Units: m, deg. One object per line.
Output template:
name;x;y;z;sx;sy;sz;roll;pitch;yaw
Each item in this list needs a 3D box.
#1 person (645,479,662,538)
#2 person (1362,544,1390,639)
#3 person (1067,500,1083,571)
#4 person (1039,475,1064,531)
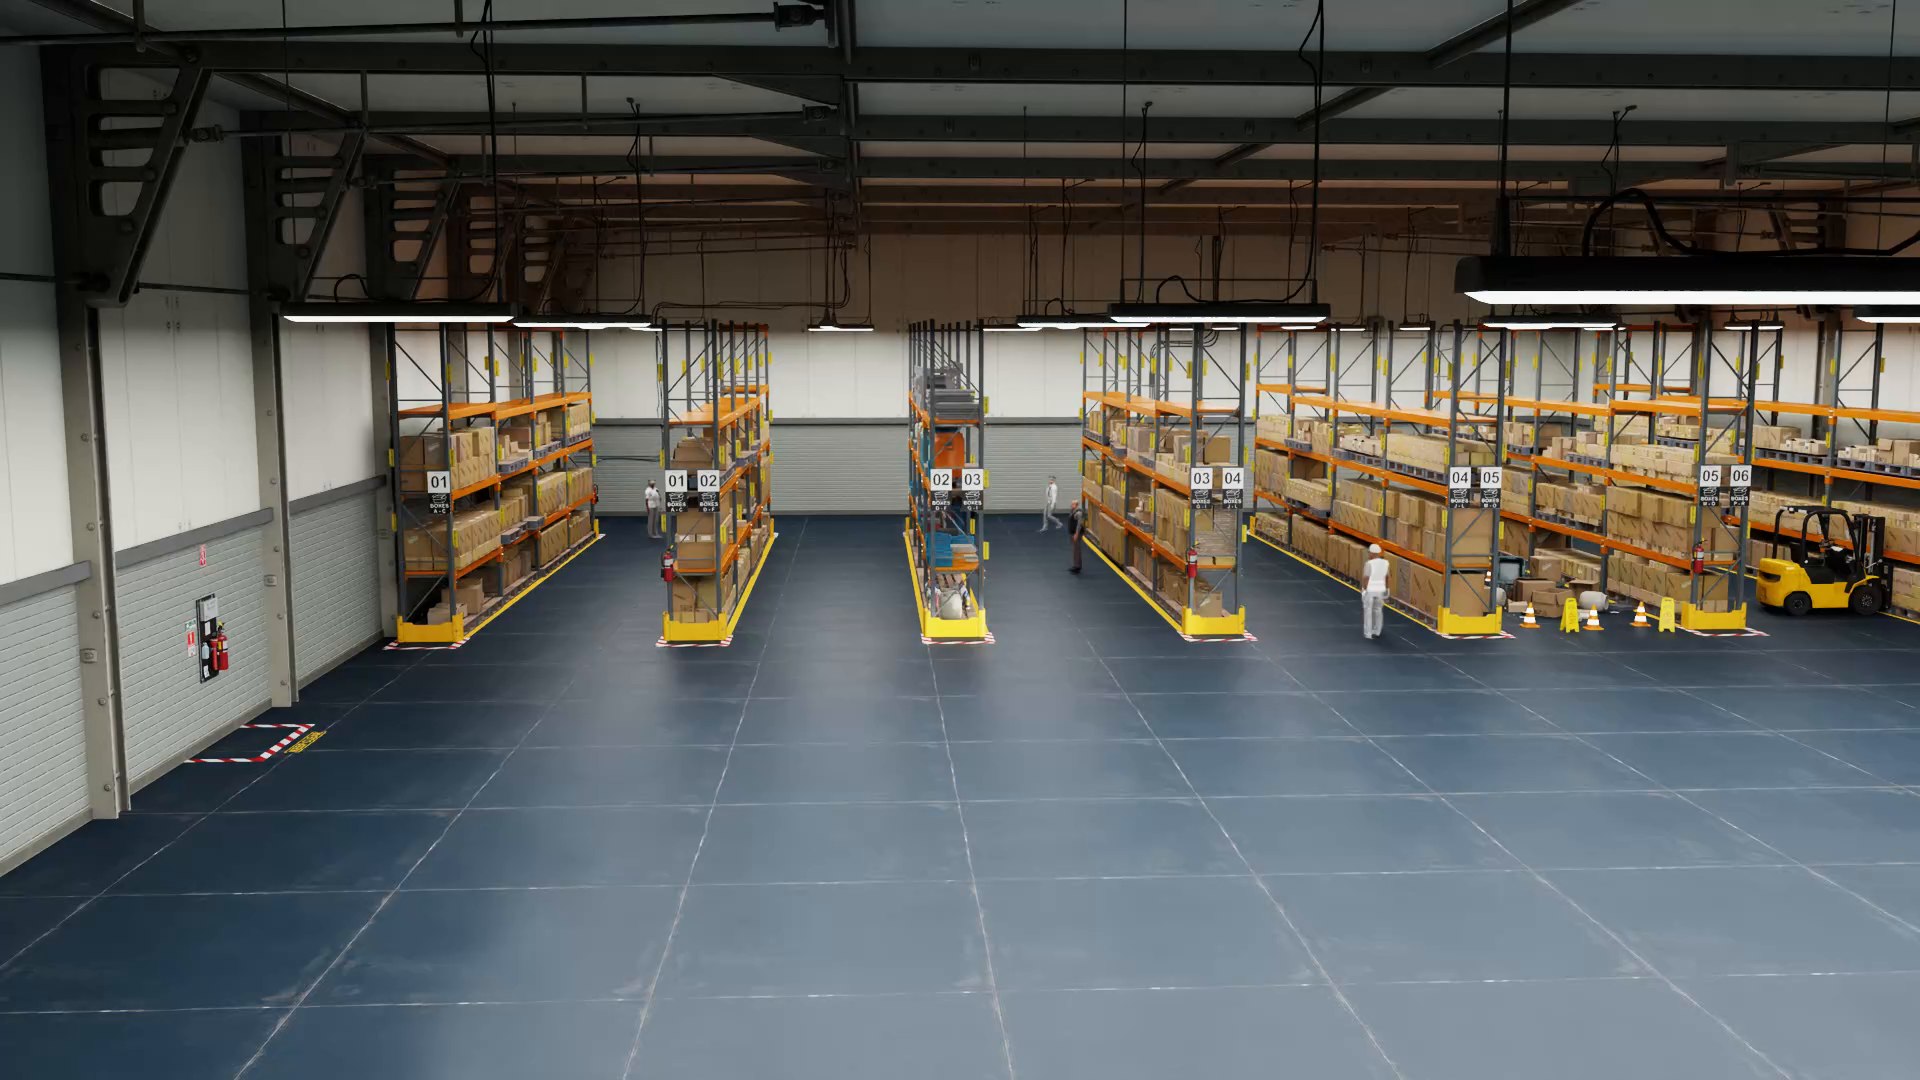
person;-8.638;-0.887;46.881;0.366;1.705;0.465;3;8;24
person;7.857;0.949;31.553;0.549;1.782;0.597;-1;7;-5
person;2.770;-0.121;40.327;0.393;1.727;0.545;-2;7;-14
person;2.667;-1.055;48.404;0.717;1.668;0.547;-1;7;-5
